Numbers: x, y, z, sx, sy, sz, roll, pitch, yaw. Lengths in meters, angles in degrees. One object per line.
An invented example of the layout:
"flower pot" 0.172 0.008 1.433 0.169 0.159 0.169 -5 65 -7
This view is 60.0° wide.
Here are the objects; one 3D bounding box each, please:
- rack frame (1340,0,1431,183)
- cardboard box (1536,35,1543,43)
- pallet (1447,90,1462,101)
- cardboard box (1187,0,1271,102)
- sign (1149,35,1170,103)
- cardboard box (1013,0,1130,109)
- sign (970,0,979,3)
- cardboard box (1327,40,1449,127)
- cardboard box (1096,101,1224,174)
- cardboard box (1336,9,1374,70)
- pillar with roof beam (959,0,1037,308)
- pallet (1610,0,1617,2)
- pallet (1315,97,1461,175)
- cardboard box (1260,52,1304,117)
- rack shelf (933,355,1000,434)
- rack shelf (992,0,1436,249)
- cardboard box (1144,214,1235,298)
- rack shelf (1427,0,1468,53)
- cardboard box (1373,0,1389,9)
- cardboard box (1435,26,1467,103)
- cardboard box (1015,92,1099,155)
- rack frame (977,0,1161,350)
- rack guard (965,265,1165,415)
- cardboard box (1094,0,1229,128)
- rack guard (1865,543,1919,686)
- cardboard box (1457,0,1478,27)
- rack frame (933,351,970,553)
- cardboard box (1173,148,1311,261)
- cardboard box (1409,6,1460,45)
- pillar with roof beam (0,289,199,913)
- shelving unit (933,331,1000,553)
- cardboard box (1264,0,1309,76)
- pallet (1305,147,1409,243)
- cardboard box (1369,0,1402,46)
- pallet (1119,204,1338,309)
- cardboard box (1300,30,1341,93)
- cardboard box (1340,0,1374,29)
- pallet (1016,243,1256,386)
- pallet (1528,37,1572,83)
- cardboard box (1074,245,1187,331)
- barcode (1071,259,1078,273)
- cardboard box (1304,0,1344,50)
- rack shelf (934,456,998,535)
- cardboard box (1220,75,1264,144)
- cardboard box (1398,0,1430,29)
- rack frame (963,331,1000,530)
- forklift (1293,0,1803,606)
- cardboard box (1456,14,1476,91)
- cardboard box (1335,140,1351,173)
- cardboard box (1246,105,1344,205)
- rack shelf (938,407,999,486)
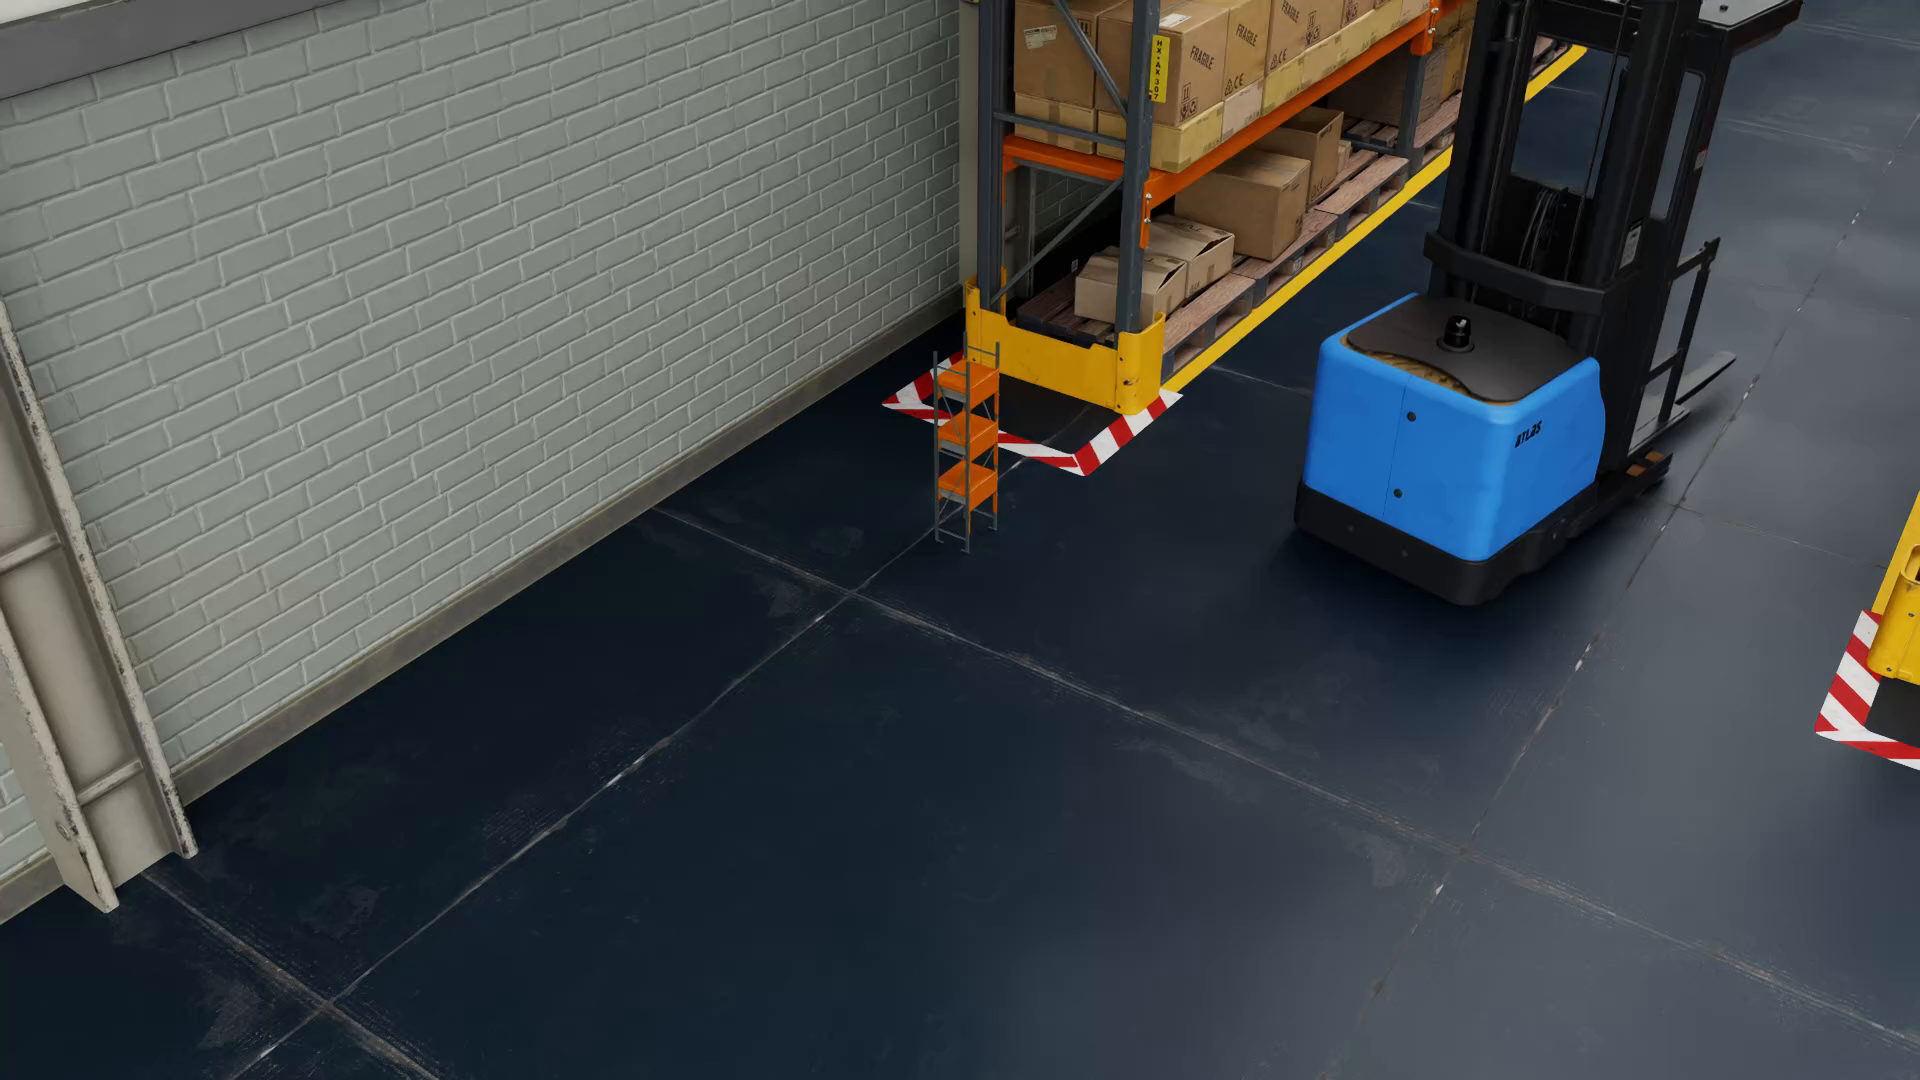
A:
"rack frame" 2.821 -3.995 11.479 1.000 3.000 0.127 21 39 28
"cardboard box" 4.734 -4.634 14.264 0.700 0.500 0.500 22 40 29
"pallet" 3.959 -3.762 13.625 1.003 0.211 1.213 21 39 28
"cardboard box" 1.349 -2.759 9.098 0.500 0.500 0.500 21 40 28
"sign" 0.986 -2.339 8.259 0.100 0.325 0.005 21 39 28
"cardboard box" 0.634 -2.696 9.005 0.500 0.500 0.500 21 39 28
"sign" 0.096 -2.951 8.620 0.100 0.325 0.005 21 39 28
"cardboard box" 3.227 -3.486 12.565 0.700 0.500 0.500 23 40 30
"cardboard box" 1.079 -2.223 8.976 0.500 0.250 0.500 20 39 27
"cardboard box" 2.235 -3.163 10.366 0.500 0.250 0.500 21 39 28
"pillar with roof beam" 3.765 -3.862 5.928 9.100 9.000 0.400 21 39 28
"pallet" 5.613 -5.019 15.484 1.003 0.211 1.213 21 39 28
"pallet" 3.264 -3.198 12.791 1.003 0.211 1.213 21 39 28
"cardboard box" 1.659 -2.699 9.680 0.500 0.250 0.500 21 39 27
"rack shelf" 0.031 -0.686 7.839 0.215 0.259 0.240 21 39 28
"rack shelf" 1.681 -2.776 10.320 1.077 0.370 4.000 21 39 28
"cardboard box" 1.334 -1.774 10.204 0.500 0.311 0.500 25 41 32
"rack shelf" 3.961 -4.617 13.042 1.077 0.370 4.000 21 39 28
"cardboard box" 2.525 -3.704 10.496 0.500 0.500 0.500 21 39 28
"cardboard box" 3.480 -3.739 12.941 0.700 0.500 0.500 20 39 27
"cardboard box" 0.647 -2.377 9.204 0.500 0.250 0.500 22 40 29
"rack frame" 0.540 -2.154 8.757 1.000 3.000 0.127 21 39 28
"rack guard" 0.583 -1.153 9.509 1.175 0.500 0.348 21 39 28
"cardboard box" 1.059 -2.534 8.767 0.500 0.500 0.500 21 39 28
"rack guard" 4.598 0.473 7.104 1.175 0.500 0.348 21 39 28
"cardboard box" 3.769 -4.241 13.012 0.500 0.250 0.500 20 39 27
"rack frame" -0.039 -0.403 7.909 0.200 1.050 0.008 21 39 28
"cardboard box" 1.793 -2.174 10.626 0.700 0.500 0.500 19 38 25
"cardboard box" 3.475 -4.000 12.656 0.500 0.250 0.500 20 39 27
"pillar with roof beam" 0.344 -1.101 1.845 9.100 9.000 0.400 21 39 28
"shelving unit" 0.031 -0.460 7.992 0.215 1.050 0.252 21 39 28
"cardboard box" 1.649 -2.994 9.447 0.500 0.500 0.500 20 39 27
"pallet" 2.467 -2.519 11.787 1.003 0.211 1.213 21 39 28
"cardboard box" 2.509 -3.399 10.715 0.500 0.250 0.500 21 40 28
"pallet" 1.772 -1.955 10.953 1.003 0.211 1.213 21 39 28
"cardboard box" 1.949 -2.931 10.023 0.500 0.250 0.500 22 40 29
"cardboard box" 2.230 -3.475 10.158 0.500 0.500 0.500 20 39 27
"pallet" 1.076 -1.396 10.126 1.003 0.211 1.213 21 39 28
"pallet" 4.655 -4.321 14.452 1.003 0.211 1.213 21 39 28
"cardboard box" 1.009 -1.512 9.816 0.500 0.311 0.500 17 37 23
"barcode" 0.690 -1.652 10.014 0.001 0.075 0.075 21 39 28
"cardboard box" 1.934 -3.236 9.804 0.500 0.500 0.500 23 40 30
"rack shelf" 0.031 -0.221 8.154 0.215 0.259 0.240 21 39 28
"cardboard box" 1.364 -2.467 9.336 0.500 0.250 0.500 20 39 27
"cardboard box" 2.800 -3.626 11.050 0.500 0.250 0.500 21 40 28
"rack frame" 0.100 -0.516 8.075 0.200 1.050 0.008 21 39 28
"forklift" 3.068 -1.624 8.035 3.031 2.935 1.130 -28 43 -35
"cardboard box" 3.804 -3.961 13.269 0.700 0.500 0.500 22 40 29
"cardboard box" 2.540 -2.748 11.772 0.380 0.166 0.250 16 37 22
"cardboard box" 2.262 -2.651 11.331 0.500 0.500 0.500 18 38 25
"rack shelf" 0.031 -0.451 7.998 0.215 0.259 0.240 21 39 28
